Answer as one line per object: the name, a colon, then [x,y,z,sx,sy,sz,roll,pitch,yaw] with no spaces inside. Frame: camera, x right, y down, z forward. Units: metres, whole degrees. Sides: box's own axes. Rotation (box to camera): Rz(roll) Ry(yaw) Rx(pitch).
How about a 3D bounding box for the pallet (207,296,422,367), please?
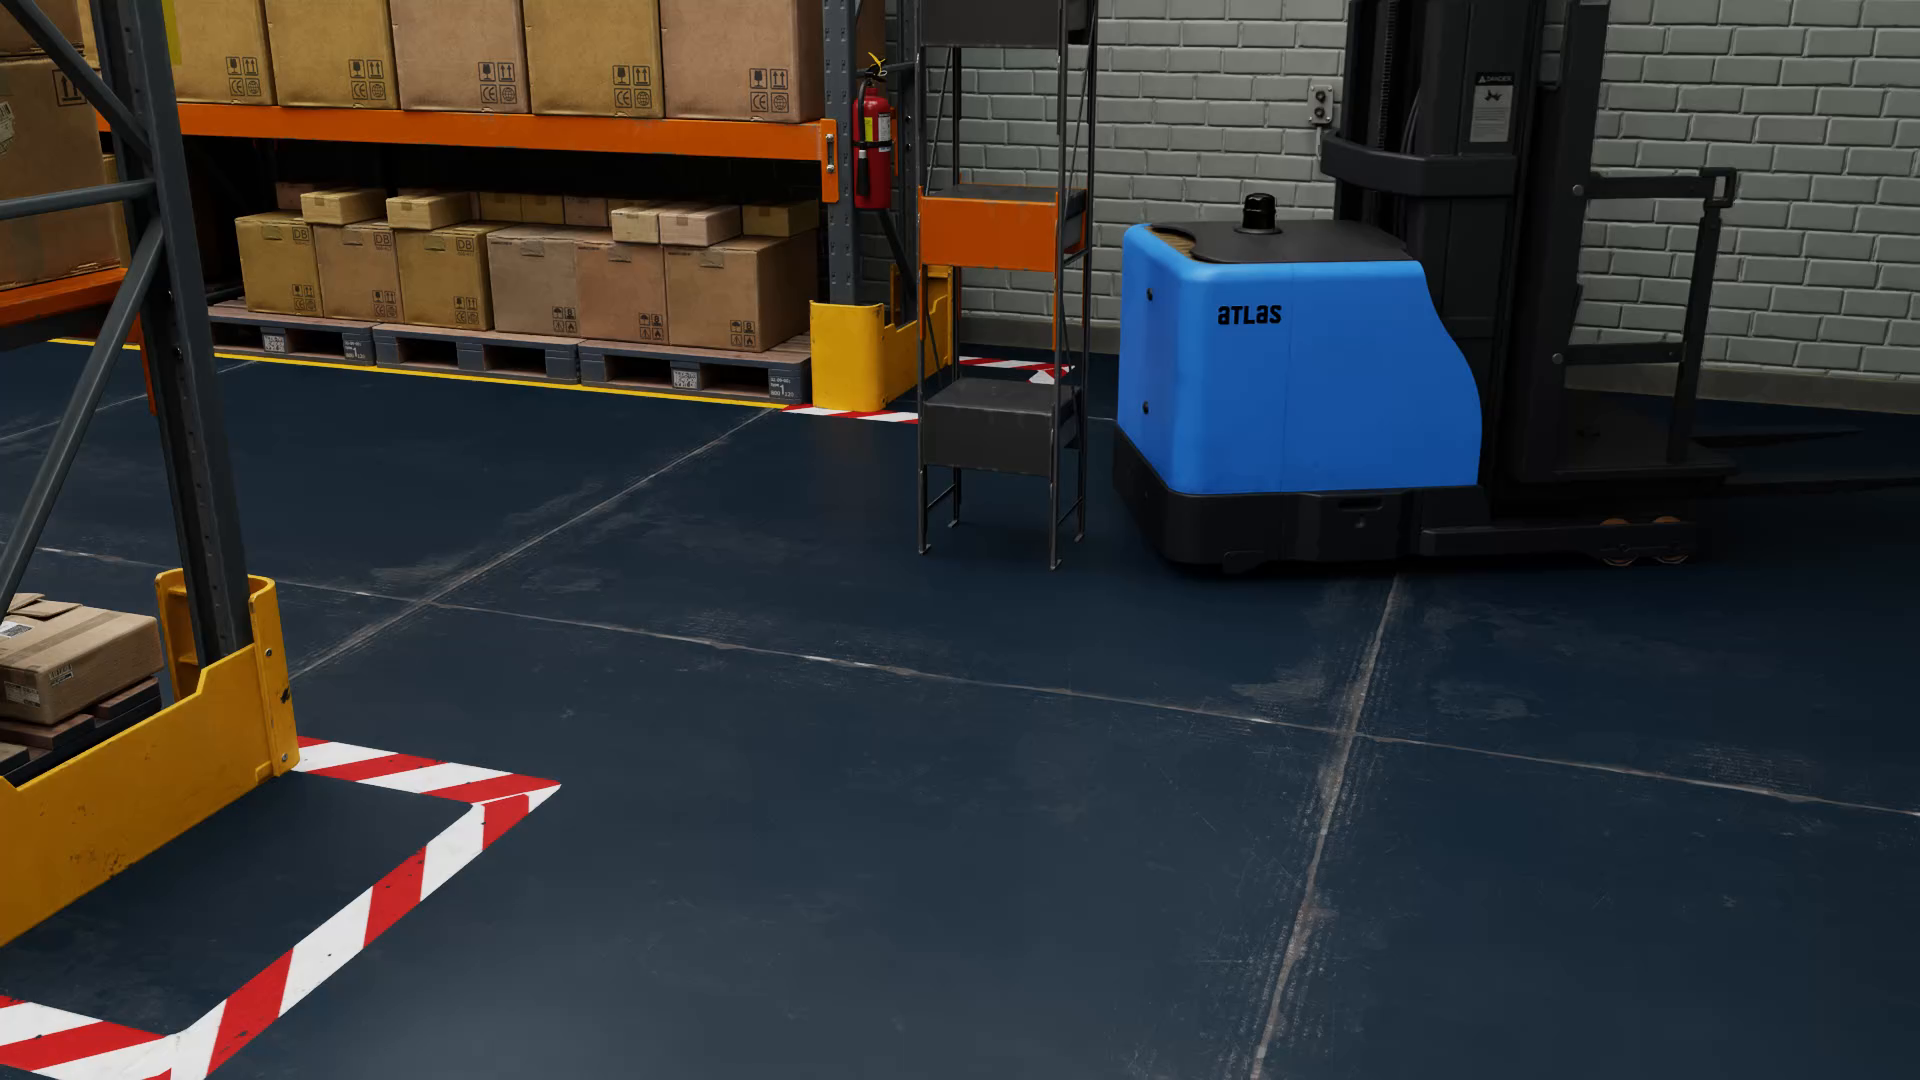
pallet: [-3.473,-1.219,9.252,1.213,0.211,1.003,7,20,18]

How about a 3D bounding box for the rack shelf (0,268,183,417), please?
rack shelf: [-3.899,-0.546,4.177,4.000,0.370,1.077,7,20,18]

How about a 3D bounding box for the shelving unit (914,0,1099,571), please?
shelving unit: [0.156,-0.974,5.679,0.503,2.100,0.431,7,20,18]

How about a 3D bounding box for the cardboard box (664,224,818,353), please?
cardboard box: [-1.081,-1.272,8.329,0.500,0.500,0.700,7,20,18]

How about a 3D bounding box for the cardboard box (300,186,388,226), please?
cardboard box: [-3.230,-1.760,8.742,0.250,0.149,0.380,7,20,20]

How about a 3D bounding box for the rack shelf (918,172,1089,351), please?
rack shelf: [0.156,-0.961,5.684,0.480,0.518,0.431,7,20,18]

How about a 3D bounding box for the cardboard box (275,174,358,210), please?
cardboard box: [-3.565,-1.931,9.233,0.250,0.149,0.380,6,20,18]

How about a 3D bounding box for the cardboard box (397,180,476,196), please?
cardboard box: [-2.817,-1.846,8.990,0.250,0.149,0.380,6,20,16]

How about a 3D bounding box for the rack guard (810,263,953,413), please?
rack guard: [-0.365,-1.027,8.263,0.348,0.500,1.175,7,20,18]

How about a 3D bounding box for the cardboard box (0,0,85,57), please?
cardboard box: [-2.342,-1.319,3.631,0.500,0.500,0.500,7,20,20]

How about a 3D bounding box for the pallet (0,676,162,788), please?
pallet: [-2.835,0.554,4.168,1.213,0.211,1.003,7,20,18]

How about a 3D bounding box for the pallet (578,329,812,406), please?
pallet: [-1.168,-0.955,8.496,1.213,0.211,1.003,7,20,18]

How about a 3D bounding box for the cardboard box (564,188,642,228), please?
cardboard box: [-1.853,-1.736,8.674,0.250,0.149,0.380,7,20,19]

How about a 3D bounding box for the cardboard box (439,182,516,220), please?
cardboard box: [-2.579,-1.819,8.911,0.250,0.149,0.380,7,20,19]

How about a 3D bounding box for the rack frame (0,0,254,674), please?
rack frame: [-2.010,-0.669,3.439,0.127,3.000,1.000,7,20,18]

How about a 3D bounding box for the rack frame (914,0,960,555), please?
rack frame: [-0.074,-1.000,5.755,0.015,2.100,0.400,7,20,18]

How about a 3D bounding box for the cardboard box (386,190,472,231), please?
cardboard box: [-2.736,-1.704,8.580,0.250,0.149,0.380,6,20,17]

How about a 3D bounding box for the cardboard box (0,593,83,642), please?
cardboard box: [-2.528,0.282,4.347,0.250,0.166,0.380,7,20,18]

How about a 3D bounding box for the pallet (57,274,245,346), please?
pallet: [-4.920,-1.385,9.729,1.213,0.211,1.003,7,20,18]

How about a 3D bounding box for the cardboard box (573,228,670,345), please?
cardboard box: [-1.554,-1.326,8.484,0.500,0.500,0.700,6,20,18]

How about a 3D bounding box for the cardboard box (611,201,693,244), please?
cardboard box: [-1.504,-1.563,8.178,0.250,0.149,0.380,7,20,20]

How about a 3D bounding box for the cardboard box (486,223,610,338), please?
cardboard box: [-2.029,-1.381,8.639,0.500,0.500,0.700,6,20,16]

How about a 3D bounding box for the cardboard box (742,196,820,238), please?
cardboard box: [-0.898,-1.627,8.362,0.250,0.149,0.380,7,20,18]

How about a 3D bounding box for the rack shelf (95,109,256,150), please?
rack shelf: [-6.055,-2.518,9.837,4.000,0.370,1.077,7,20,18]

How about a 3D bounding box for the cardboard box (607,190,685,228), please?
cardboard box: [-1.613,-1.709,8.596,0.250,0.149,0.380,7,20,19]

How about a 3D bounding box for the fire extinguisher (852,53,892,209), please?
fire extinguisher: [-0.396,-1.838,7.475,0.183,0.674,0.296,7,20,18]

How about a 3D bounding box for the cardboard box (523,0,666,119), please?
cardboard box: [-1.563,-2.479,8.174,0.700,0.700,0.980,6,20,18]

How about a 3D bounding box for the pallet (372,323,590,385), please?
pallet: [-2.317,-1.088,8.876,1.213,0.211,1.003,7,20,18]

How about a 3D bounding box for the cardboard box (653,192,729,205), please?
cardboard box: [-1.377,-1.682,8.518,0.250,0.149,0.380,7,20,18]

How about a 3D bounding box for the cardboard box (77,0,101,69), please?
cardboard box: [-4.685,-2.811,8.948,0.500,0.500,0.500,6,20,17]

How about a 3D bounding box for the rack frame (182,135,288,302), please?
rack frame: [-4.166,-2.642,9.098,0.127,3.000,1.000,7,20,18]

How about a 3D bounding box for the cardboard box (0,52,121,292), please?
cardboard box: [-2.342,-0.846,3.795,0.500,0.500,0.500,7,20,19]

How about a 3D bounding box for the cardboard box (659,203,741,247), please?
cardboard box: [-1.263,-1.536,8.099,0.250,0.149,0.380,6,20,17]

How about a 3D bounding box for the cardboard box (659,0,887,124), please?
cardboard box: [-0.872,-2.404,7.959,0.700,0.700,0.980,7,21,21]

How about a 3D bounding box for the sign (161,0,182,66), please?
sign: [-1.832,-1.247,3.781,0.005,0.325,0.100,7,20,18]

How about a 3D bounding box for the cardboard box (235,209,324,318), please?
cardboard box: [-3.493,-1.547,9.118,0.500,0.500,0.700,7,20,19]

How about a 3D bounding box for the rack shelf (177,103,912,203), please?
rack shelf: [-2.277,-2.086,8.597,4.000,0.370,1.077,7,20,18]

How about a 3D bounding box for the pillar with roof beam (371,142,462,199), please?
pillar with roof beam: [-4.634,-4.330,4.826,0.400,9.000,9.100,7,20,18]

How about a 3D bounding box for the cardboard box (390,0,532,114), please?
cardboard box: [-2.281,-2.564,8.419,0.700,0.700,0.980,6,20,15]

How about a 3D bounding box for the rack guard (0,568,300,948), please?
rack guard: [-2.081,0.503,3.874,0.348,0.500,1.175,7,20,18]

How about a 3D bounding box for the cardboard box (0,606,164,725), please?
cardboard box: [-2.292,0.317,4.272,0.250,0.149,0.380,7,20,18]

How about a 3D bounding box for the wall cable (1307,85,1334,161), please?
wall cable: [1.133,-2.845,8.139,1.851,1.984,0.084,7,20,18]

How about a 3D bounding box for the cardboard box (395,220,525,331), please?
cardboard box: [-2.536,-1.436,8.798,0.500,0.500,0.700,7,20,19]

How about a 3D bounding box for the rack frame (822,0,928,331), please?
rack frame: [-0.387,-2.210,7.859,0.127,3.000,1.000,7,20,18]

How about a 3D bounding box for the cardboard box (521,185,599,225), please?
cardboard box: [-2.096,-1.764,8.753,0.250,0.149,0.380,7,20,19]

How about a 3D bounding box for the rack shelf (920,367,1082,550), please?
rack shelf: [0.156,-0.300,5.914,0.480,0.518,0.431,7,20,18]

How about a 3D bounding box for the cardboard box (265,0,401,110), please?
cardboard box: [-2.971,-2.639,8.635,0.700,0.700,0.980,6,20,17]

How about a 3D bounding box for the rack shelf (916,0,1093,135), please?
rack shelf: [0.156,-1.622,5.453,0.480,0.518,0.431,7,20,18]

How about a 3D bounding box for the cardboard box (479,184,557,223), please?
cardboard box: [-2.335,-1.791,8.832,0.250,0.149,0.380,6,20,17]

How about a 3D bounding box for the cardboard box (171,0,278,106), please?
cardboard box: [-3.659,-2.720,8.866,0.700,0.700,0.980,7,20,19]

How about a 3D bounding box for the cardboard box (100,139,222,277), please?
cardboard box: [-4.823,-1.855,9.469,0.750,0.750,0.750,7,20,19]

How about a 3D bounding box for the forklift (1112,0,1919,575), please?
forklift: [2.150,-1.461,5.816,3.031,2.935,1.130,-2,19,-7]

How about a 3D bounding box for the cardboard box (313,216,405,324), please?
cardboard box: [-3.020,-1.492,8.959,0.500,0.500,0.700,6,20,18]

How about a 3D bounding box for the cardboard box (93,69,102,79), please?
cardboard box: [-4.578,-2.481,8.989,0.250,0.149,0.380,7,20,19]

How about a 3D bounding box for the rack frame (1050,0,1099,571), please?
rack frame: [0.387,-0.947,5.604,0.015,2.100,0.400,7,20,18]
